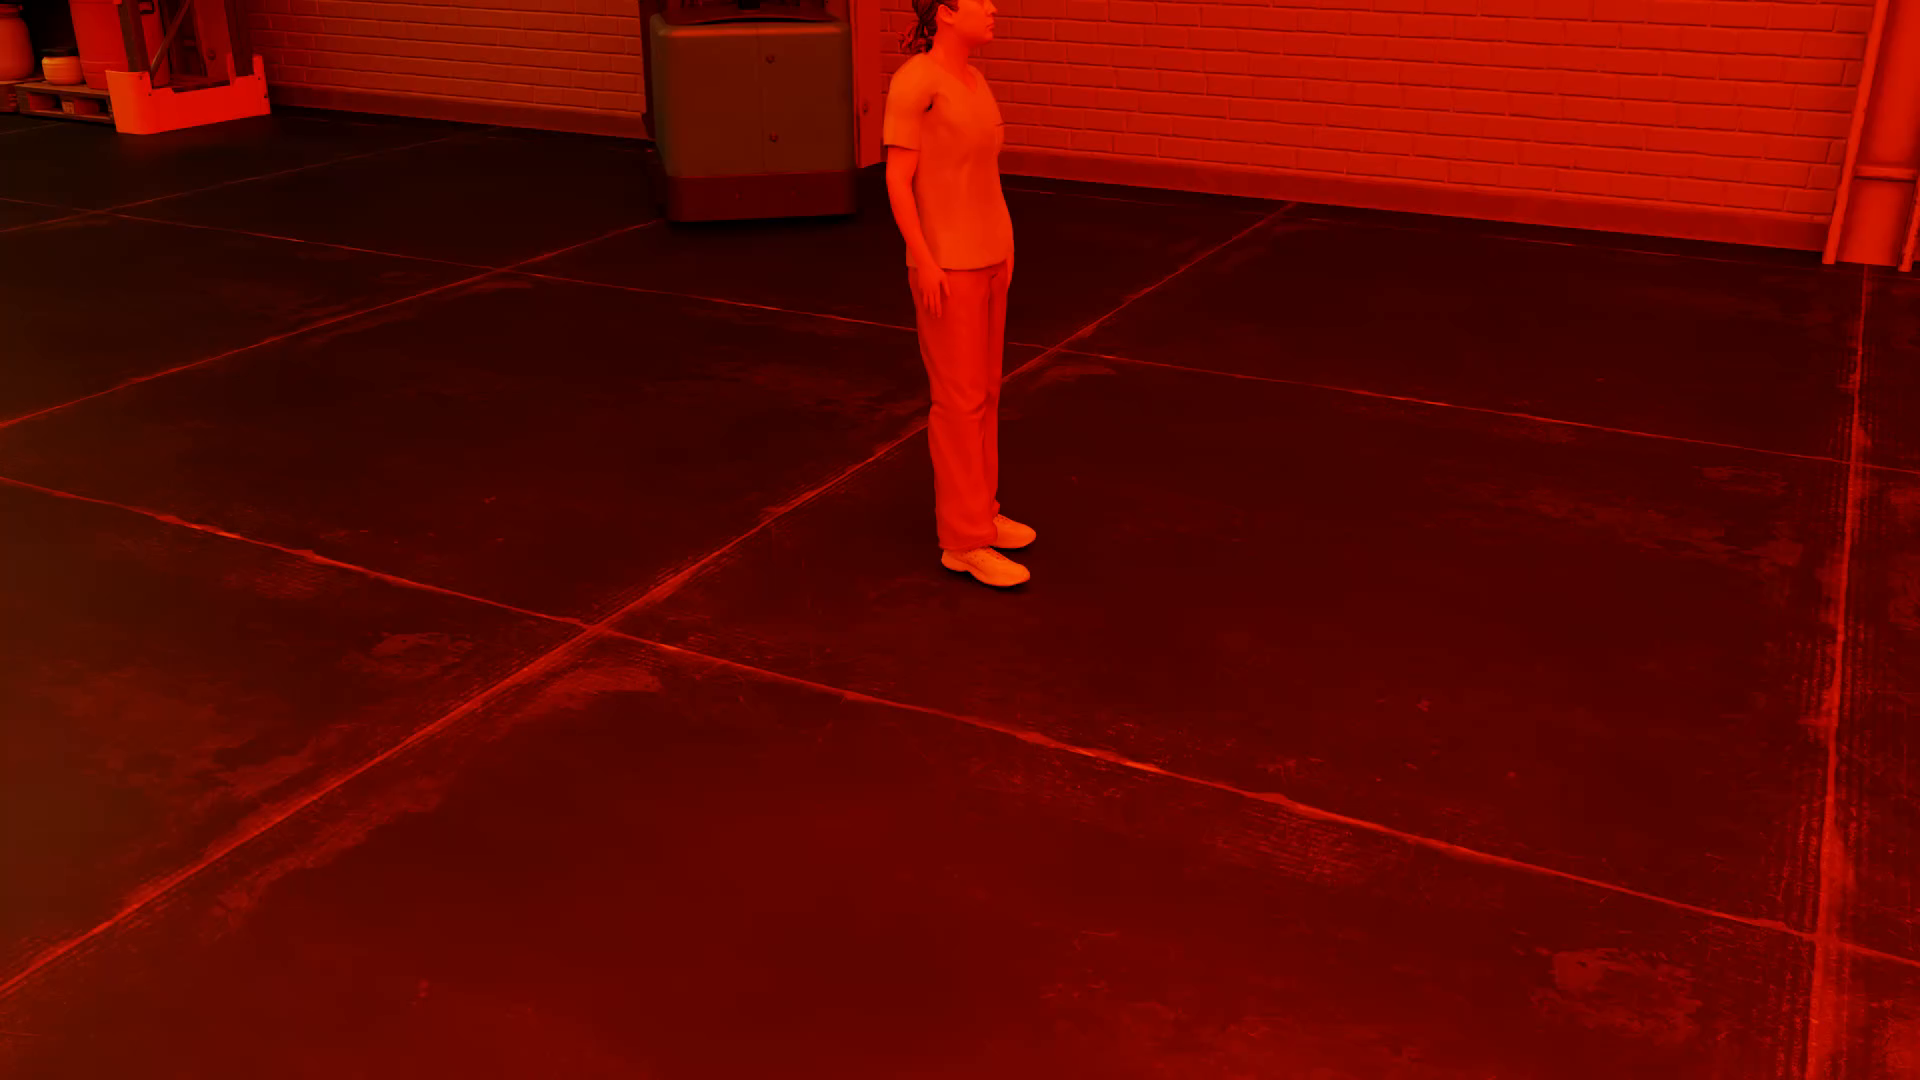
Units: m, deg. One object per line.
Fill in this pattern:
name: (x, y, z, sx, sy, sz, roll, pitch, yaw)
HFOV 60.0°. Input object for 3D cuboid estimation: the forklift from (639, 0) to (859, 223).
forklift: (-1.387, -3.600, 9.813, 1.130, 2.935, 3.031, -5, 23, -12)

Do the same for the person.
person: (0.060, -0.761, 4.696, 0.549, 1.675, 0.553, 11, 25, 25)
